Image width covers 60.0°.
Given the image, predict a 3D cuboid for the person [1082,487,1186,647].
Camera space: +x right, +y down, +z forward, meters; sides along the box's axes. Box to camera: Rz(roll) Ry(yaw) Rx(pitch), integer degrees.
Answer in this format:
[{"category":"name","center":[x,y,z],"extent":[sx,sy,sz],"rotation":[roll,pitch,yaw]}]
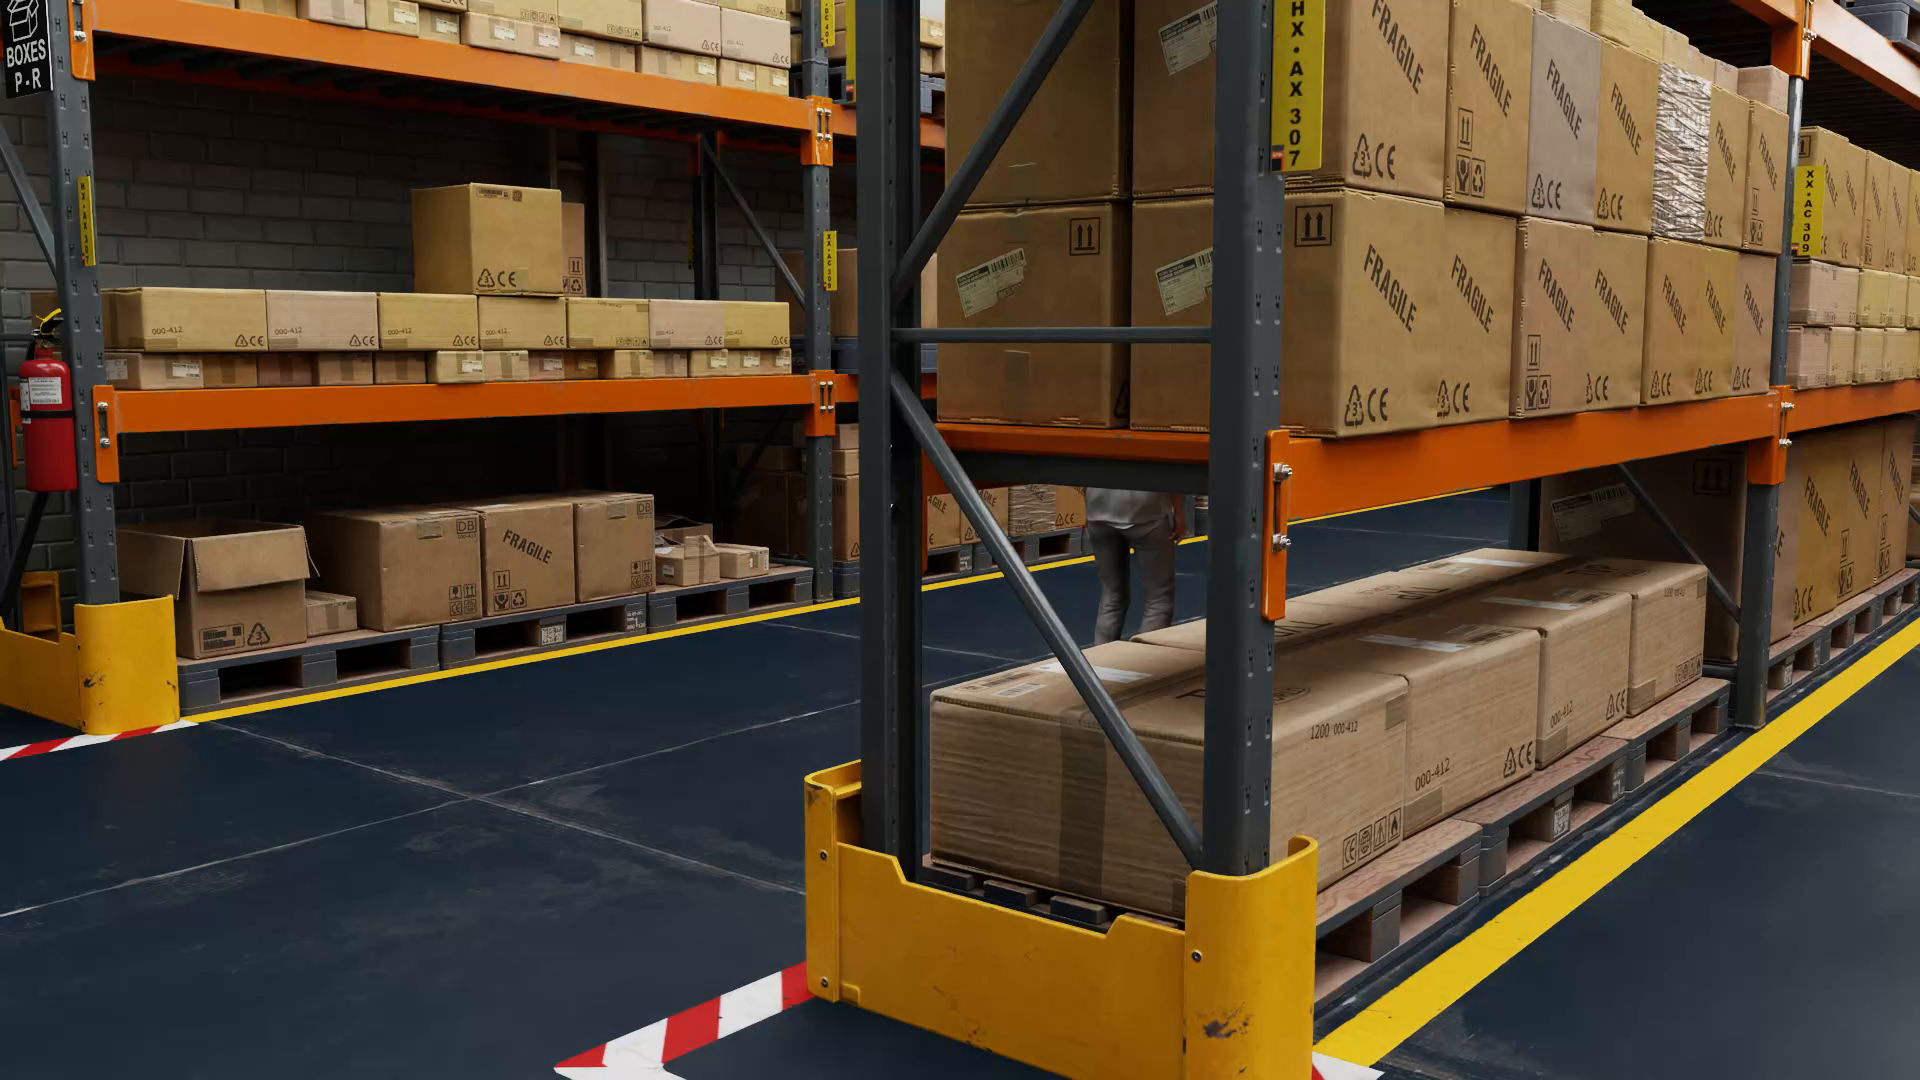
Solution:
[{"category":"person","center":[0.688,-0.089,6.618],"extent":[0.473,1.590,0.347],"rotation":[5,9,37]}]
